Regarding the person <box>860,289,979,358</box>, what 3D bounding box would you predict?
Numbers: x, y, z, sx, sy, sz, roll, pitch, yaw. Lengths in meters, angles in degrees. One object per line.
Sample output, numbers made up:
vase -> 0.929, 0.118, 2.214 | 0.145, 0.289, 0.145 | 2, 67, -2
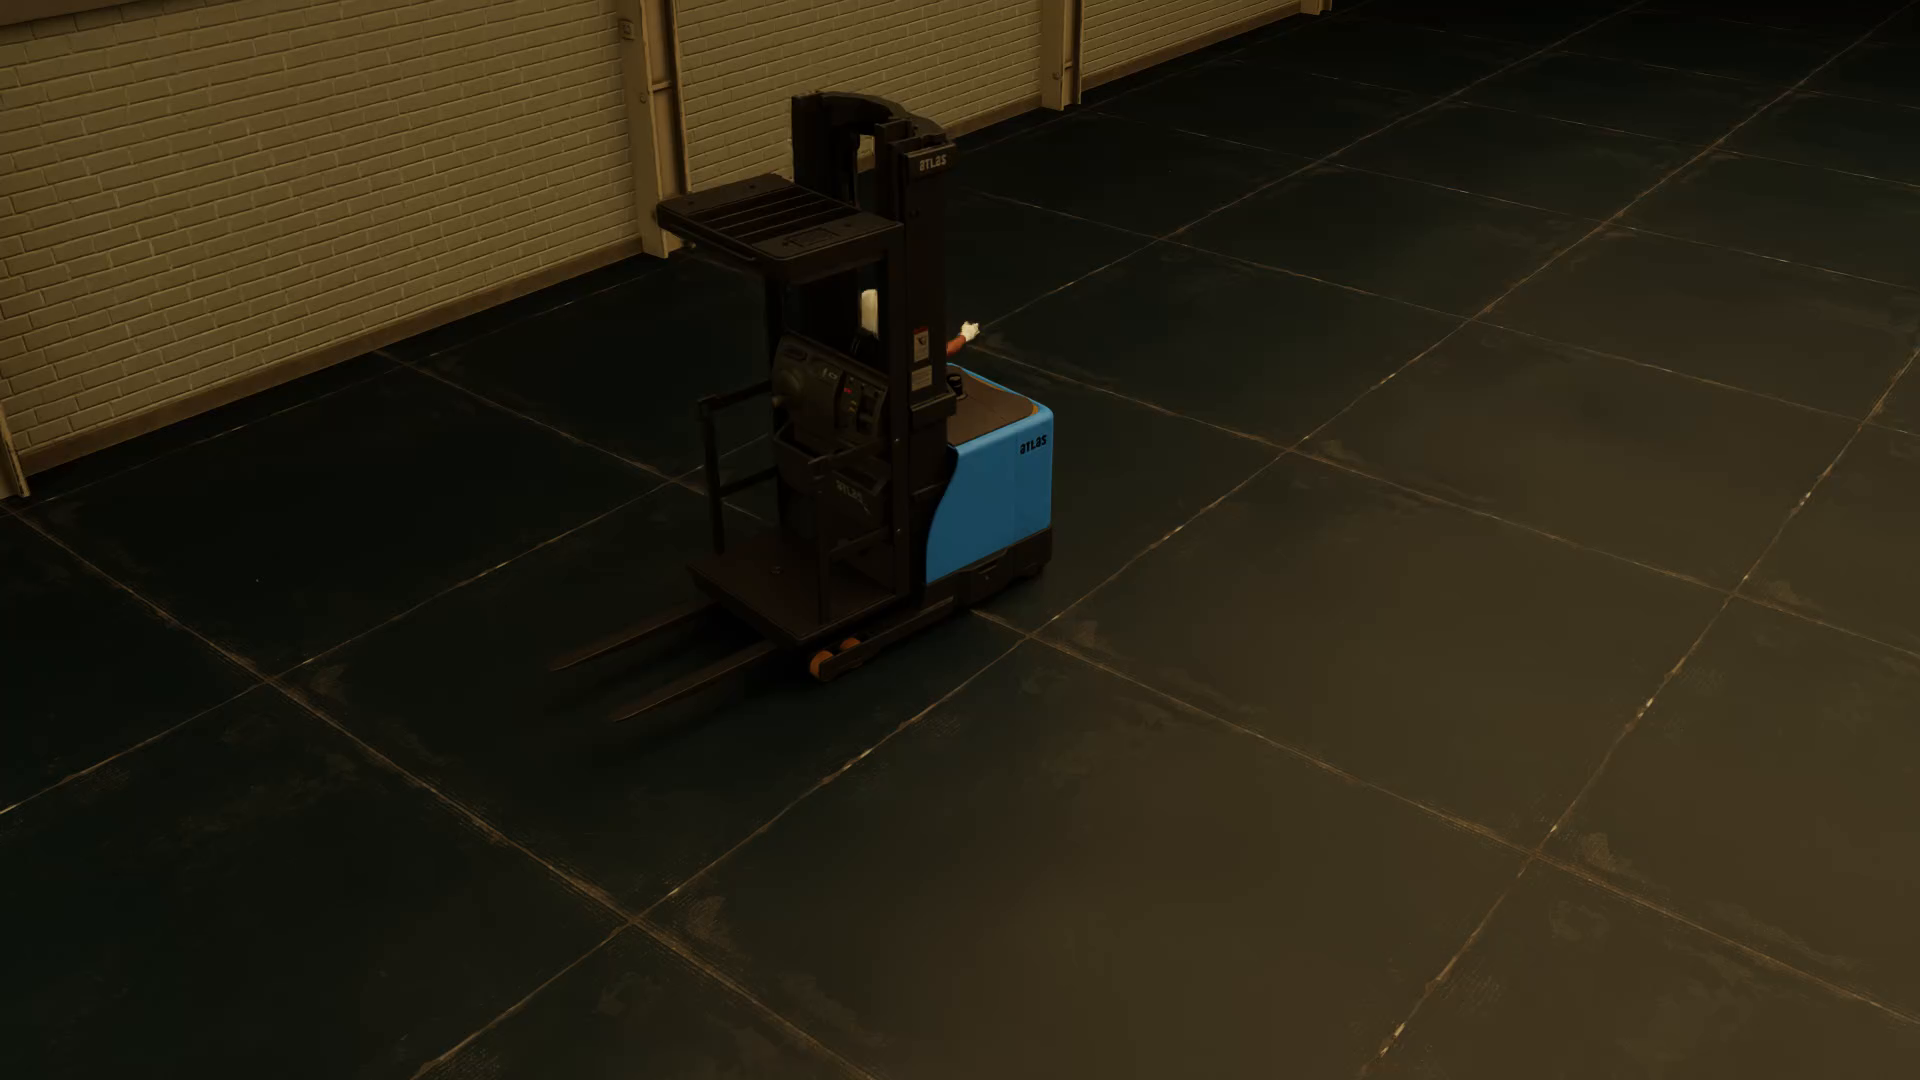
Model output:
person -> -0.300, -1.162, 10.968 | 0.788, 1.543, 1.043 | -21, 36, -31

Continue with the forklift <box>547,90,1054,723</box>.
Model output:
forklift -> -0.869, -0.783, 8.935 | 3.031, 2.935, 1.130 | -25, 38, -35
